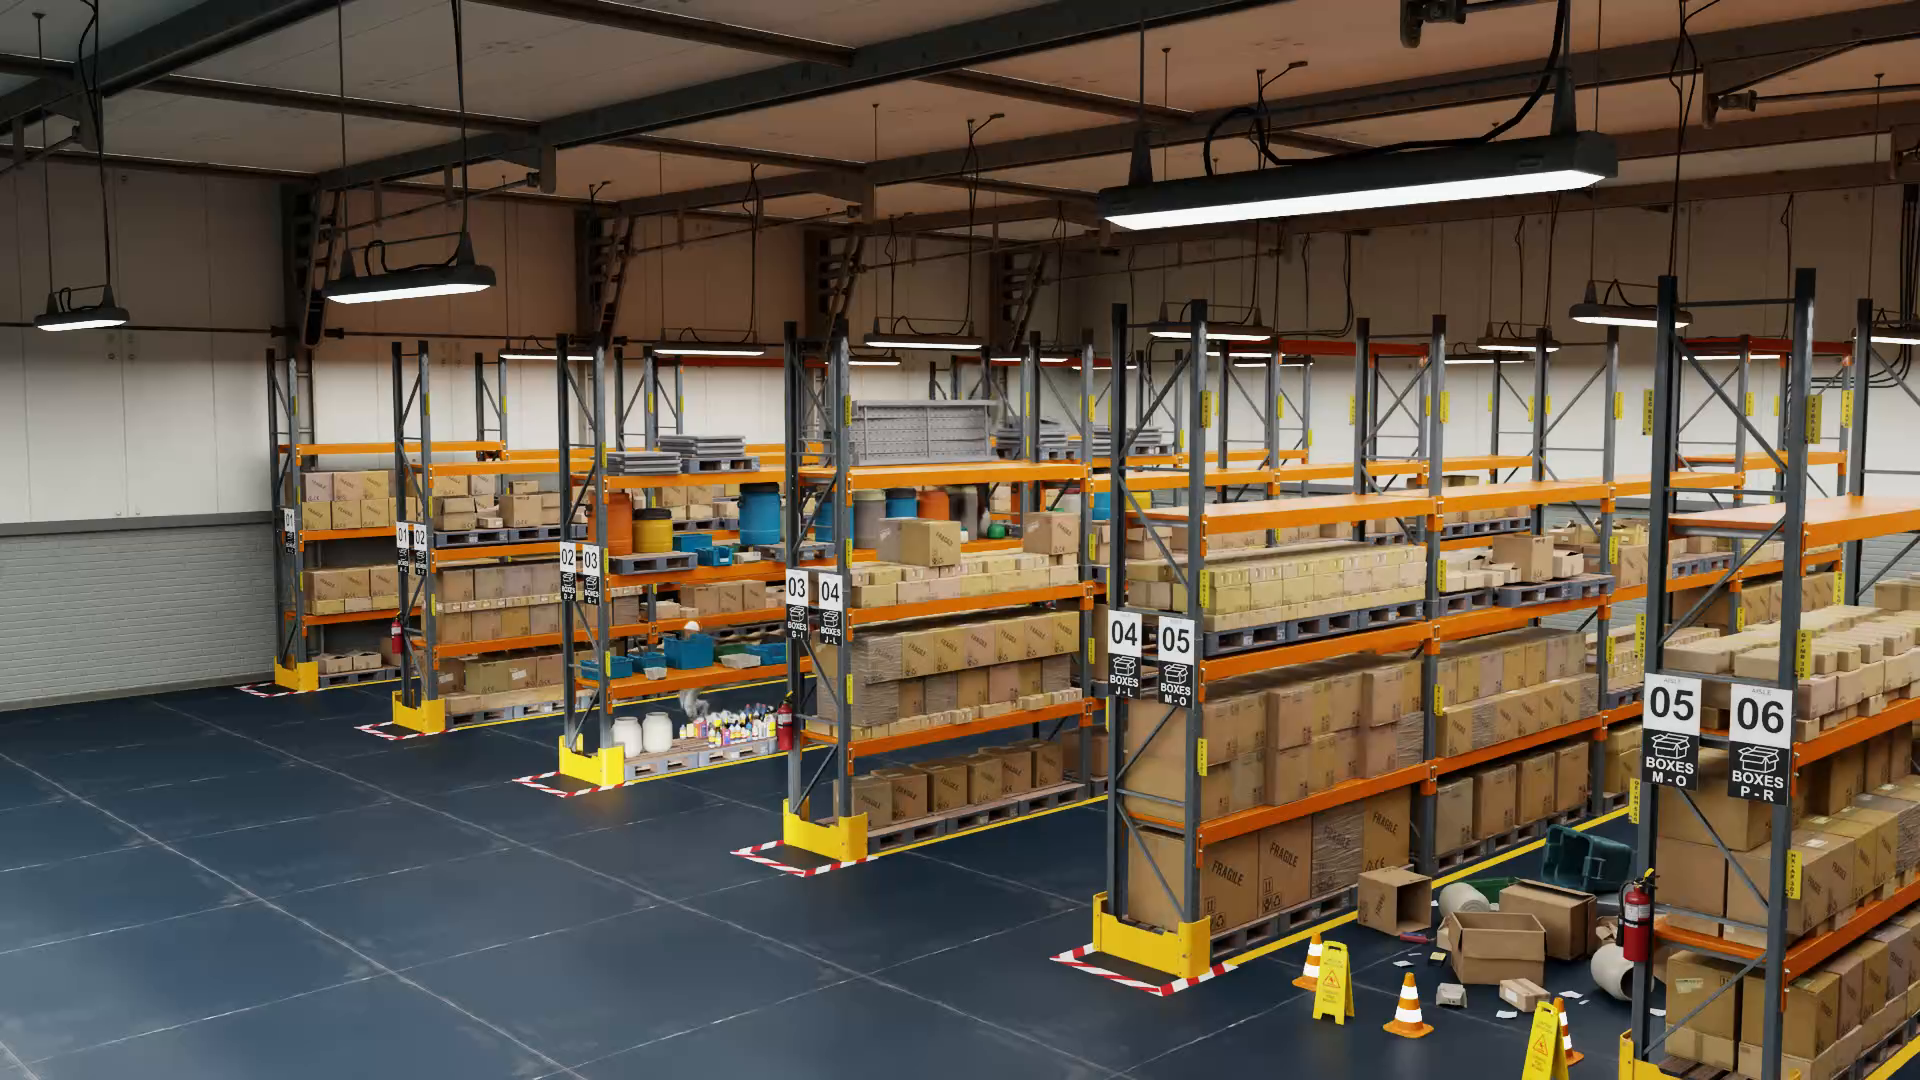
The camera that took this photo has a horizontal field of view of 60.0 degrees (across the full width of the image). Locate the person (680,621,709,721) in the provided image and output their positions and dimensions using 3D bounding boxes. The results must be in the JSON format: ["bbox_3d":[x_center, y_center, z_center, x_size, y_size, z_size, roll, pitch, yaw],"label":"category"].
[{"bbox_3d":[-4.048,2.097,25.589,0.647,1.727,0.638,4,6,39],"label":"person"}]

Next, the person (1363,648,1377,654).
[{"bbox_3d":[5.765,2.260,23.549,0.679,1.736,0.619,4,6,38],"label":"person"}]
